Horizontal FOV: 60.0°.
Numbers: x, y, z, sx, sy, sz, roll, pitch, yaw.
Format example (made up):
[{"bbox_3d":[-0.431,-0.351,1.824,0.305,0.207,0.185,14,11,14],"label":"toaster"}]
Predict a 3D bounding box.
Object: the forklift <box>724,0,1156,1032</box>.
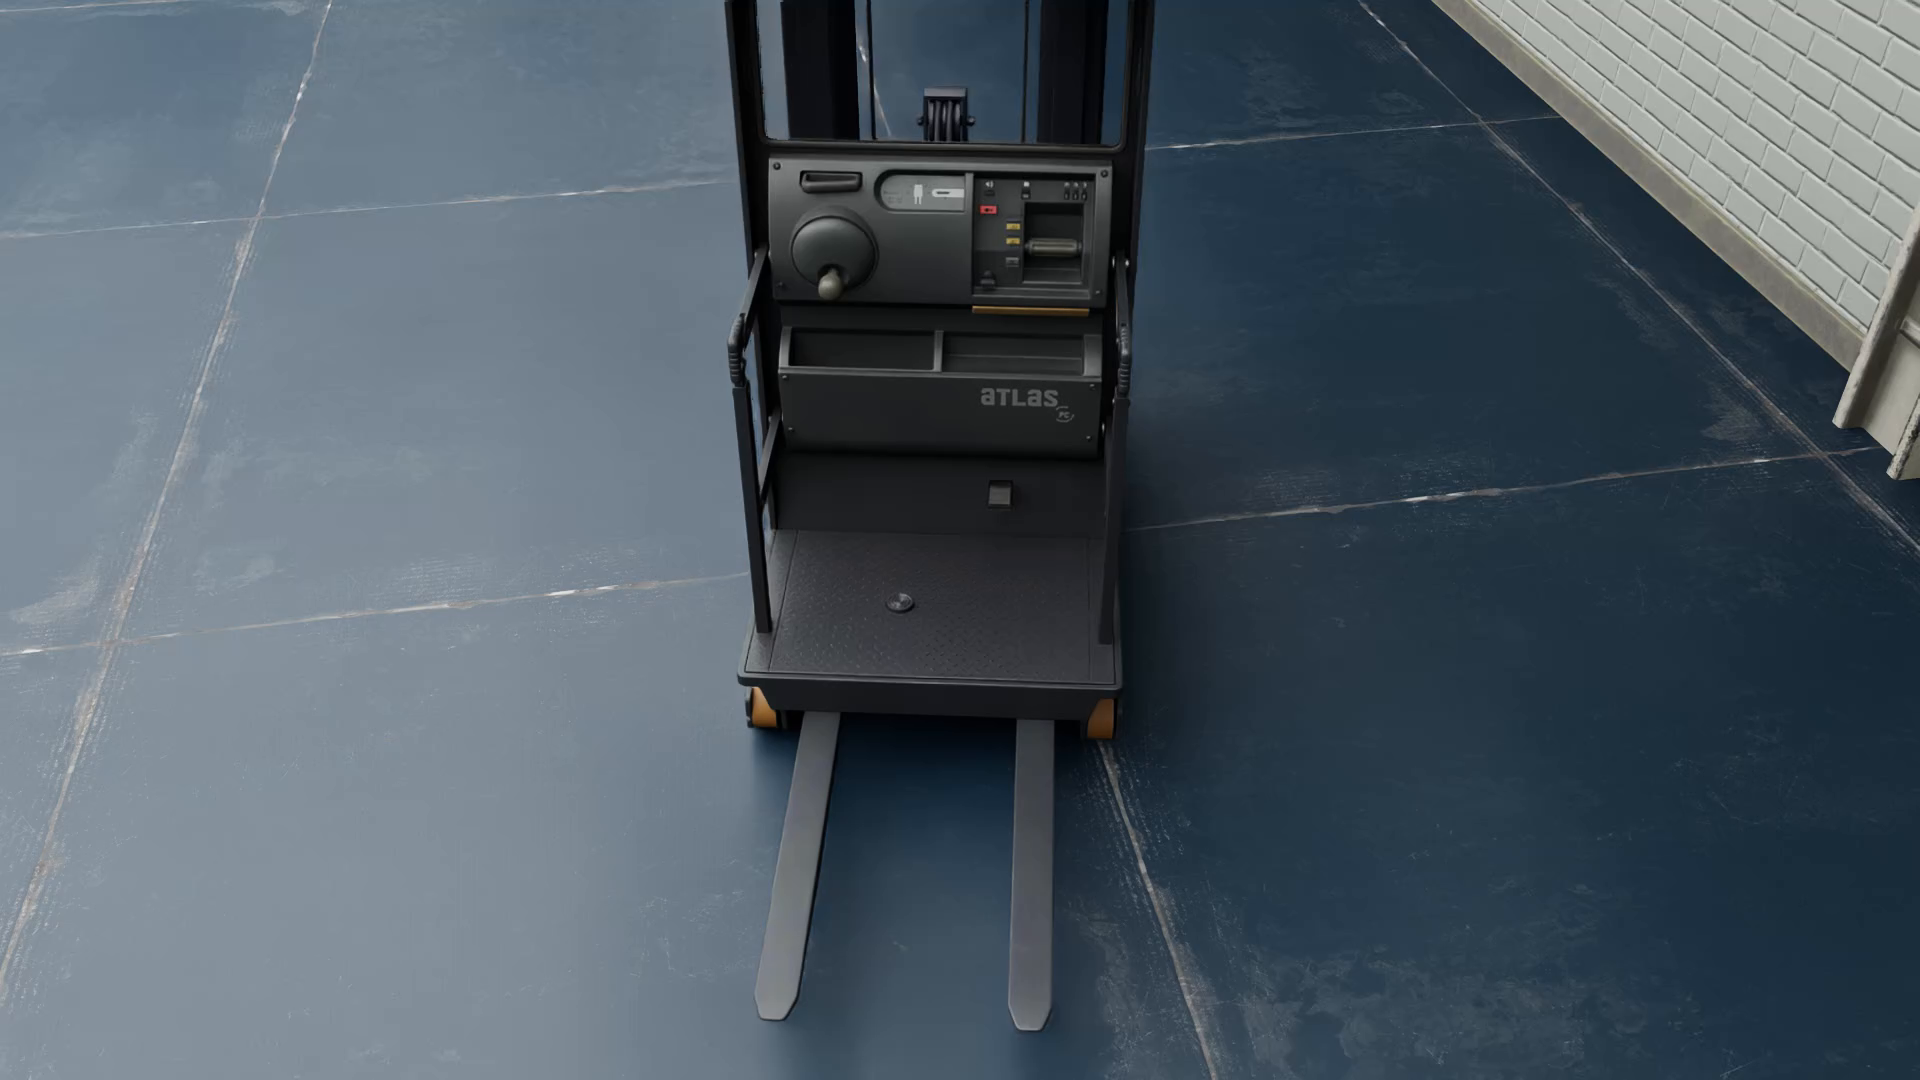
[{"bbox_3d":[-0.064,-0.767,4.348,1.130,2.935,3.031,2,38,2],"label":"forklift"}]
